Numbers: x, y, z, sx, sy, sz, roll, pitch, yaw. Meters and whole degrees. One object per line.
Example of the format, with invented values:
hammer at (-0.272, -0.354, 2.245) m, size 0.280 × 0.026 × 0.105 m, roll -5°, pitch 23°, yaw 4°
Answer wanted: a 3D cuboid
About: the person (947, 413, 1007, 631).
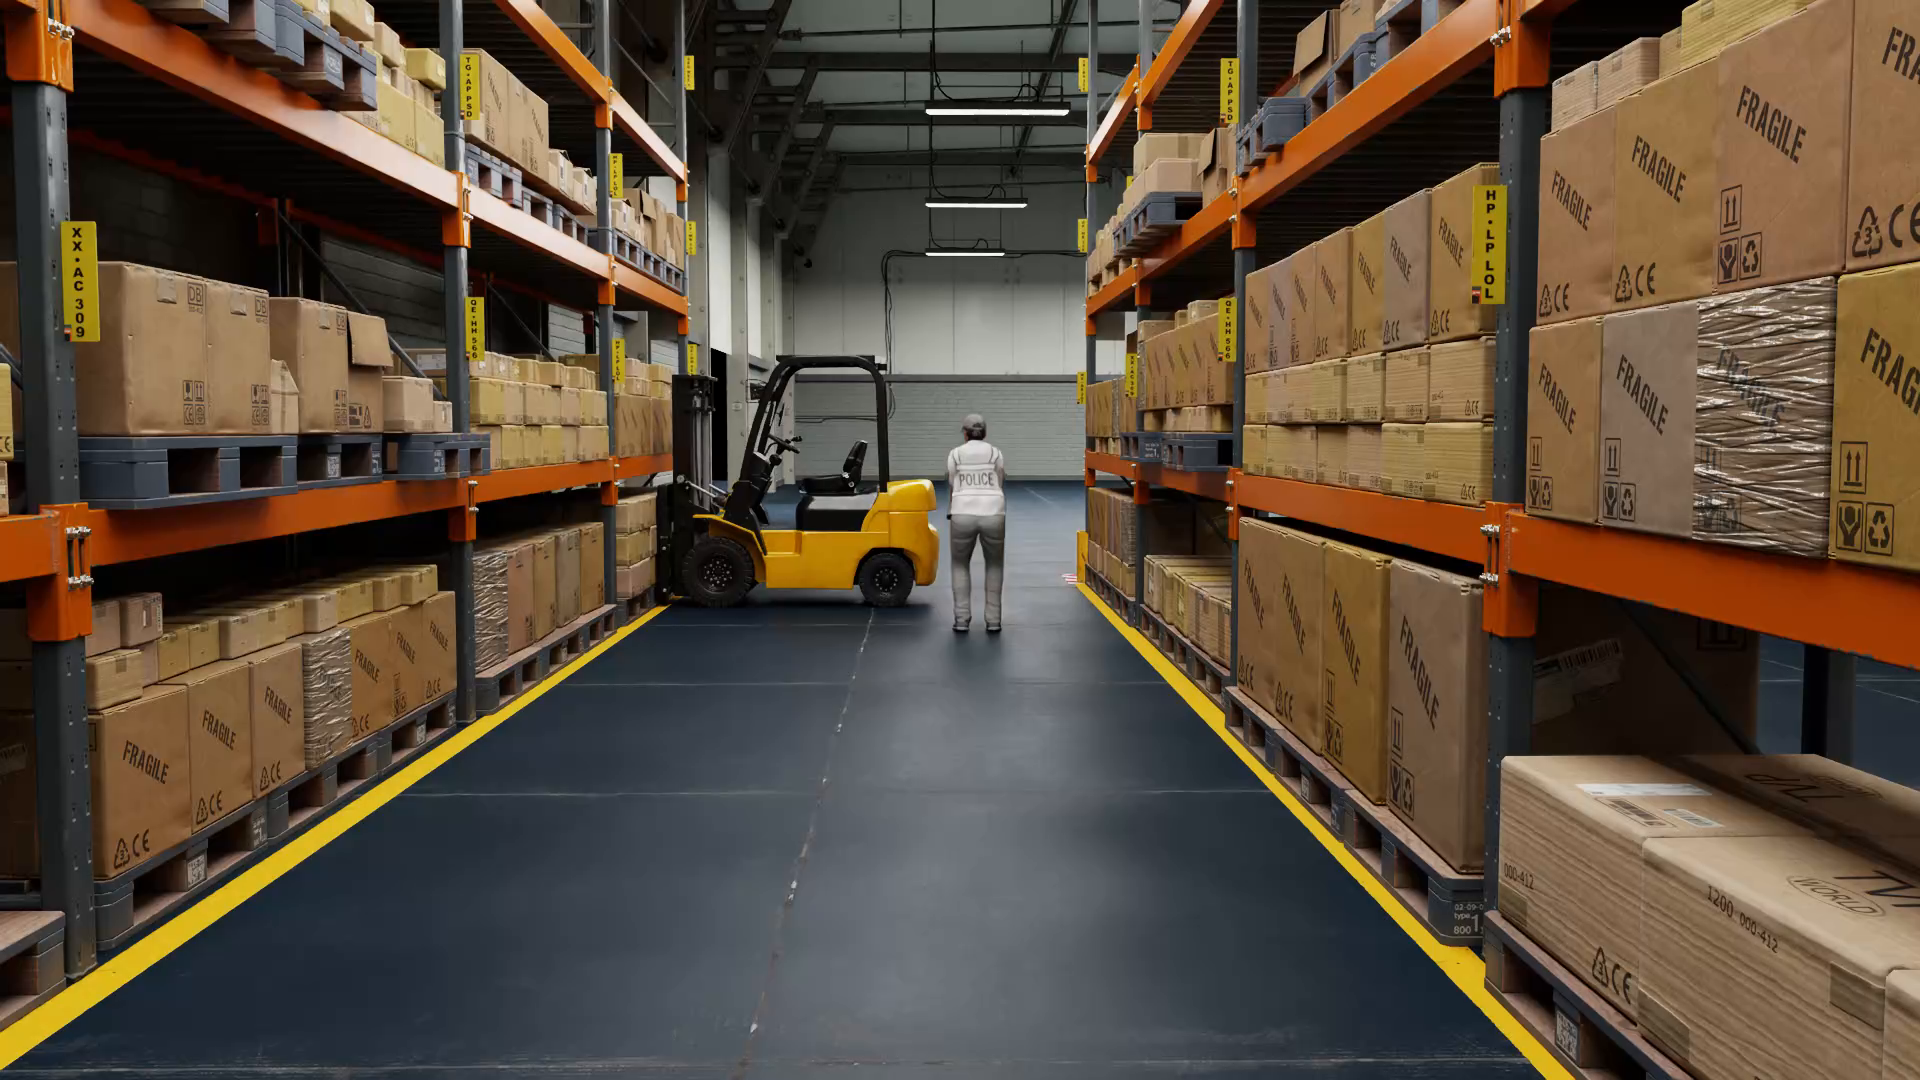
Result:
person at (0.122, -0.133, 12.582) m, size 0.452 × 1.657 × 0.564 m, roll 0°, pitch 4°, yaw -2°
